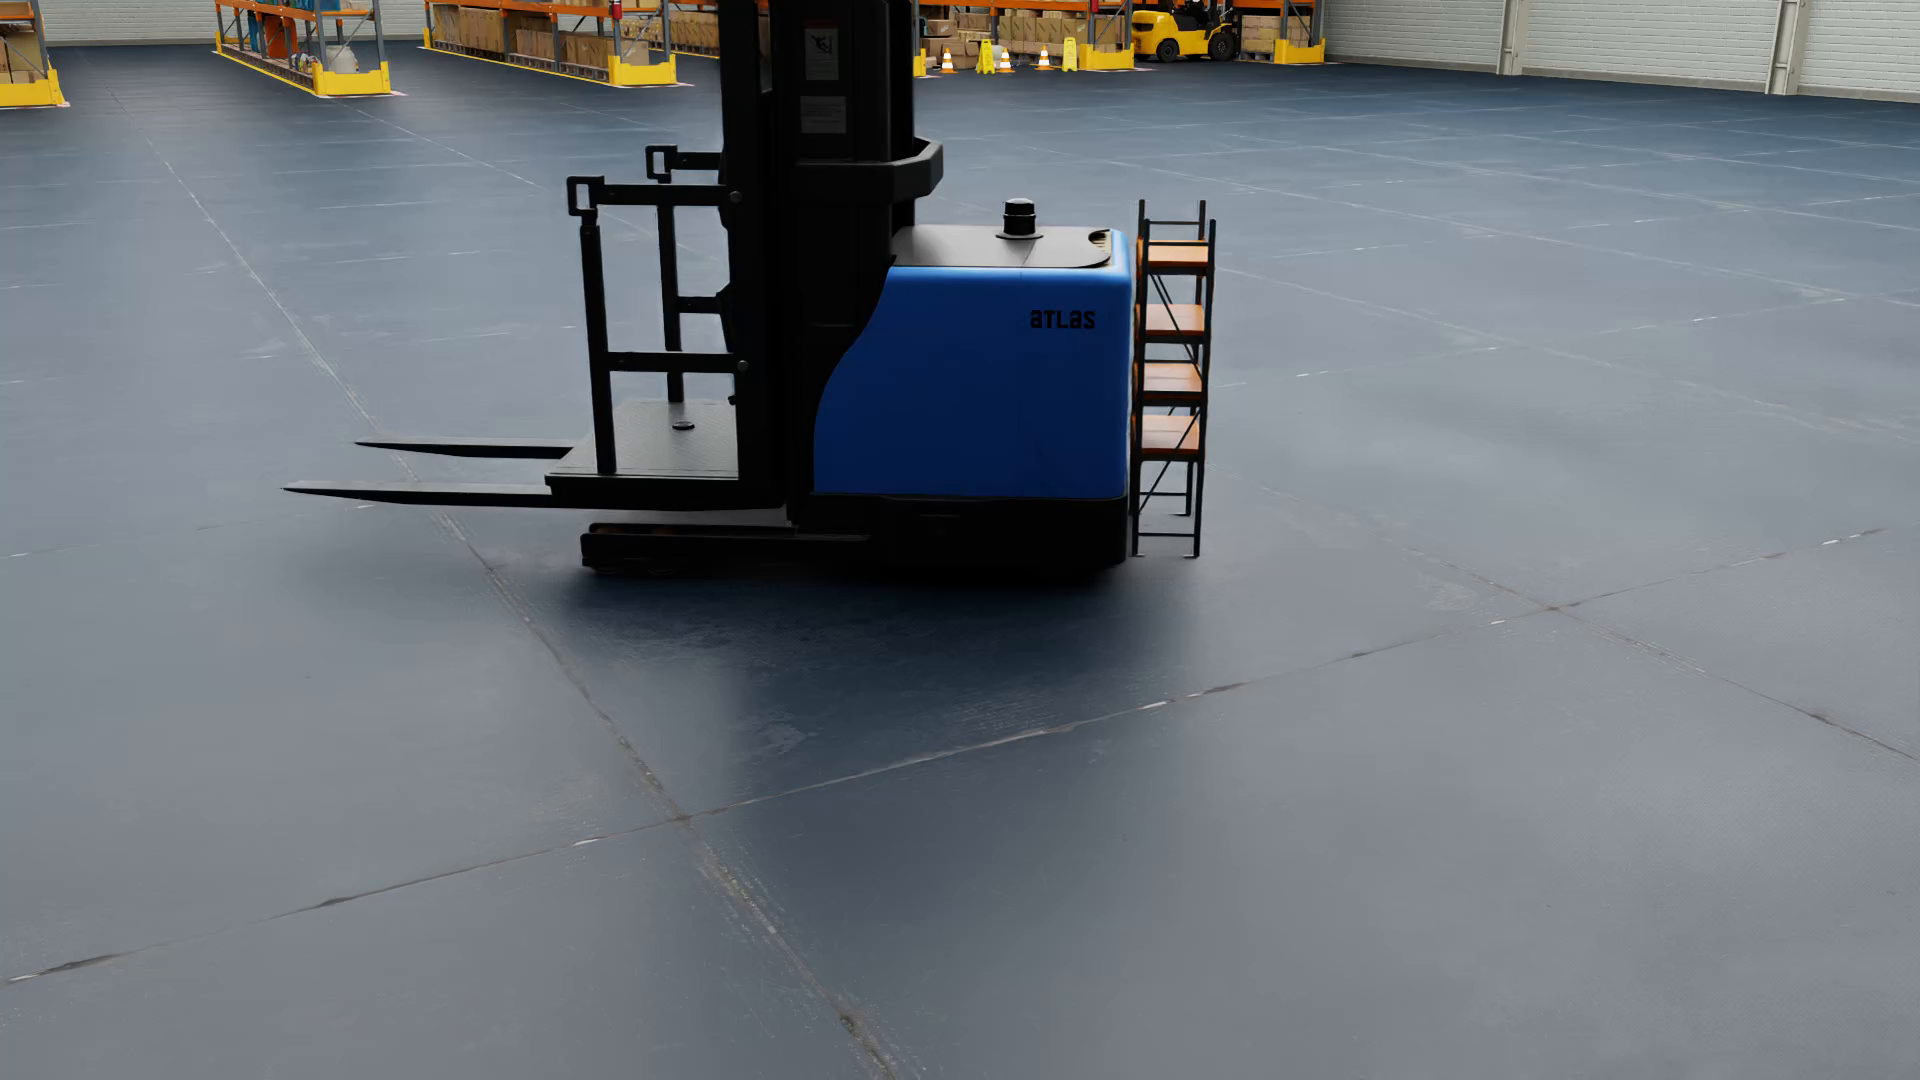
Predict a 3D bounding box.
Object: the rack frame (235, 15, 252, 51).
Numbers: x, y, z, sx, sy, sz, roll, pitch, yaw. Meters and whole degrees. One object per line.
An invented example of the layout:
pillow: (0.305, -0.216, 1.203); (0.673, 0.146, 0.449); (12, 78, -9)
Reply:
rack frame: (-15.716, -12.278, 37.114); (1.000, 3.000, 0.127); (-10, 21, -27)

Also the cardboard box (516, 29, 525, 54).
cardboard box: (-9.122, -10.734, 35.797); (0.700, 0.500, 0.500); (-11, 22, -30)

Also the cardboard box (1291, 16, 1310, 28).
cardboard box: (7.368, -11.444, 36.736); (0.500, 0.250, 0.500); (-10, 22, -27)

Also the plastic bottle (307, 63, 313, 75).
plastic bottle: (-11.275, -8.177, 28.847); (0.097, 0.201, 0.097); (0, 19, 0)

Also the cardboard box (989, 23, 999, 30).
cardboard box: (1.039, -14.473, 47.023); (0.396, 0.266, 0.258); (-9, 21, -25)

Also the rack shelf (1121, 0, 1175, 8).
rack shelf: (4.580, -13.287, 41.143); (1.077, 0.370, 4.000); (-10, 21, -27)

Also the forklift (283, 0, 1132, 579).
forklift: (-0.905, -1.430, 5.782); (3.031, 2.935, 1.130); (1, 19, 4)

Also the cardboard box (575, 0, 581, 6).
cardboard box: (-6.997, -10.093, 31.167); (0.380, 0.149, 0.250); (-10, 21, -27)

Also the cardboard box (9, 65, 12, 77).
cardboard box: (-16.325, -7.934, 28.096); (0.500, 0.250, 0.500); (-10, 21, -27)

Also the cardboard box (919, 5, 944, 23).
cardboard box: (-0.991, -12.837, 41.348); (0.875, 0.875, 0.875); (-10, 22, -27)

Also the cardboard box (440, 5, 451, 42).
cardboard box: (-12.450, -12.955, 41.690); (0.875, 0.875, 0.875); (-10, 21, -27)

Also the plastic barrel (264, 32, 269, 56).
plastic barrel: (-14.410, -10.438, 34.953); (0.421, 0.512, 0.421); (0, 19, 0)

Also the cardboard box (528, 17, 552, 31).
cardboard box: (-8.852, -10.939, 35.243); (0.500, 0.250, 0.500); (-7, 20, -21)

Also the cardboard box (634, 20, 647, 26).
cardboard box: (-8.336, -13.569, 43.672); (0.380, 0.149, 0.250); (-9, 21, -25)

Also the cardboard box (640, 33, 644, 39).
cardboard box: (-8.130, -13.141, 43.344); (0.380, 0.149, 0.250); (-10, 21, -27)

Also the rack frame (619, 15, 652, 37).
rack frame: (-8.843, -14.933, 44.807); (1.000, 3.000, 0.127); (-10, 21, -27)

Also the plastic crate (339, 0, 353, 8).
plastic crate: (-10.923, -9.430, 29.265); (0.530, 0.136, 0.437); (-10, 21, -27)

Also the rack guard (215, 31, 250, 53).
rack guard: (-17.638, -12.249, 40.864); (1.175, 0.500, 0.348); (-10, 21, -27)

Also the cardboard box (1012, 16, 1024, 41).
cardboard box: (1.471, -11.174, 36.336); (0.500, 0.500, 0.500); (-9, 21, -24)

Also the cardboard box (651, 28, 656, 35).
cardboard box: (-7.655, -12.967, 42.382); (0.380, 0.149, 0.250); (-11, 22, -29)

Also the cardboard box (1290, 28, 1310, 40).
cardboard box: (7.389, -11.207, 36.817); (0.500, 0.250, 0.500); (-10, 21, -26)

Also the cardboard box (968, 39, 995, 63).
cardboard box: (0.475, -10.585, 36.036); (0.500, 0.500, 0.500); (4, 19, 11)

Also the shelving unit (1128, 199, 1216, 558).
shelving unit: (0.753, -0.586, 5.991); (0.258, 1.200, 0.503); (1, 19, 4)

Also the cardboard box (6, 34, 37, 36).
cardboard box: (-15.147, -7.939, 26.963); (0.500, 0.500, 0.500); (-10, 21, -27)

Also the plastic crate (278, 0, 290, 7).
plastic crate: (-12.416, -10.103, 30.714); (0.402, 0.464, 0.583); (-10, 21, -27)

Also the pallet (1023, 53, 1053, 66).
pallet: (2.097, -10.427, 36.026); (1.003, 0.211, 1.213); (-10, 21, -27)

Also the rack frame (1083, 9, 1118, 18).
rack frame: (3.631, -14.202, 42.689); (1.000, 3.000, 0.127); (-10, 21, -27)

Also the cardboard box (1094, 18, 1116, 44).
cardboard box: (2.911, -10.670, 34.875); (0.500, 0.500, 0.500); (-11, 22, -28)

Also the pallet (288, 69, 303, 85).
pallet: (-11.635, -8.464, 30.336); (1.003, 0.211, 1.213); (-10, 21, -27)

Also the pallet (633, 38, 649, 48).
pallet: (-7.877, -13.004, 43.494); (1.003, 0.211, 1.213); (-10, 21, -27)

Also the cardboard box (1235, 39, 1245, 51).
cardboard box: (6.471, -11.179, 37.501); (0.500, 0.250, 0.500); (-10, 21, -26)

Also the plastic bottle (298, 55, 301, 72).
plastic bottle: (-11.767, -8.501, 29.659); (0.061, 0.283, 0.133); (-9, 21, -24)

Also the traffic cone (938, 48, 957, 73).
traffic cone: (-0.248, -9.513, 32.990); (0.336, 0.463, 0.334); (-10, 21, -27)

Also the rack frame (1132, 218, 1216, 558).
rack frame: (0.736, -0.507, 5.761); (0.240, 1.200, 0.015); (1, 19, 4)

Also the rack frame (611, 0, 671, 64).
rack frame: (-5.659, -9.600, 29.354); (1.000, 3.000, 0.127); (-10, 21, -27)

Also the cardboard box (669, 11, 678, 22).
cardboard box: (-6.825, -12.903, 40.963); (0.500, 0.250, 0.500); (-11, 22, -29)

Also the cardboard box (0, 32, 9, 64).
cardboard box: (-16.089, -8.144, 27.557); (0.500, 0.500, 0.500); (-10, 21, -27)

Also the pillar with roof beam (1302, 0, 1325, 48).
pillar with roof beam: (4.103, -14.414, 34.107); (9.100, 9.000, 0.400); (-10, 21, -27)

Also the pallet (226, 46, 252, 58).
pallet: (-16.682, -11.515, 39.179); (1.003, 0.211, 1.213); (-10, 21, -27)

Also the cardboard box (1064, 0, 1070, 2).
cardboard box: (2.376, -11.223, 34.443); (0.380, 0.149, 0.250); (-10, 22, -28)

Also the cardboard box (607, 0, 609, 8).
cardboard box: (-6.094, -9.603, 29.748); (0.380, 0.149, 0.250); (-10, 21, -27)

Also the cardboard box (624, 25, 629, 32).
cardboard box: (-8.740, -13.646, 44.351); (0.380, 0.149, 0.250); (-10, 21, -27)

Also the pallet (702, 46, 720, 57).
pallet: (-5.414, -11.542, 39.258); (1.003, 0.211, 1.213); (-10, 21, -27)

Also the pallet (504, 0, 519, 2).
pallet: (-9.025, -11.618, 35.496); (1.213, 0.211, 1.003); (-10, 21, -27)

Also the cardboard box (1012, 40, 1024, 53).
cardboard box: (1.469, -10.819, 36.459); (0.500, 0.250, 0.500); (-9, 21, -24)

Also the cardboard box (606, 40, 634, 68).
cardboard box: (-6.254, -8.965, 30.702); (0.500, 0.500, 0.500); (-4, 20, -12)

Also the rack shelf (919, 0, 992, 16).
rack shelf: (0.214, -12.518, 38.912); (1.077, 0.370, 4.000); (-10, 21, -27)
